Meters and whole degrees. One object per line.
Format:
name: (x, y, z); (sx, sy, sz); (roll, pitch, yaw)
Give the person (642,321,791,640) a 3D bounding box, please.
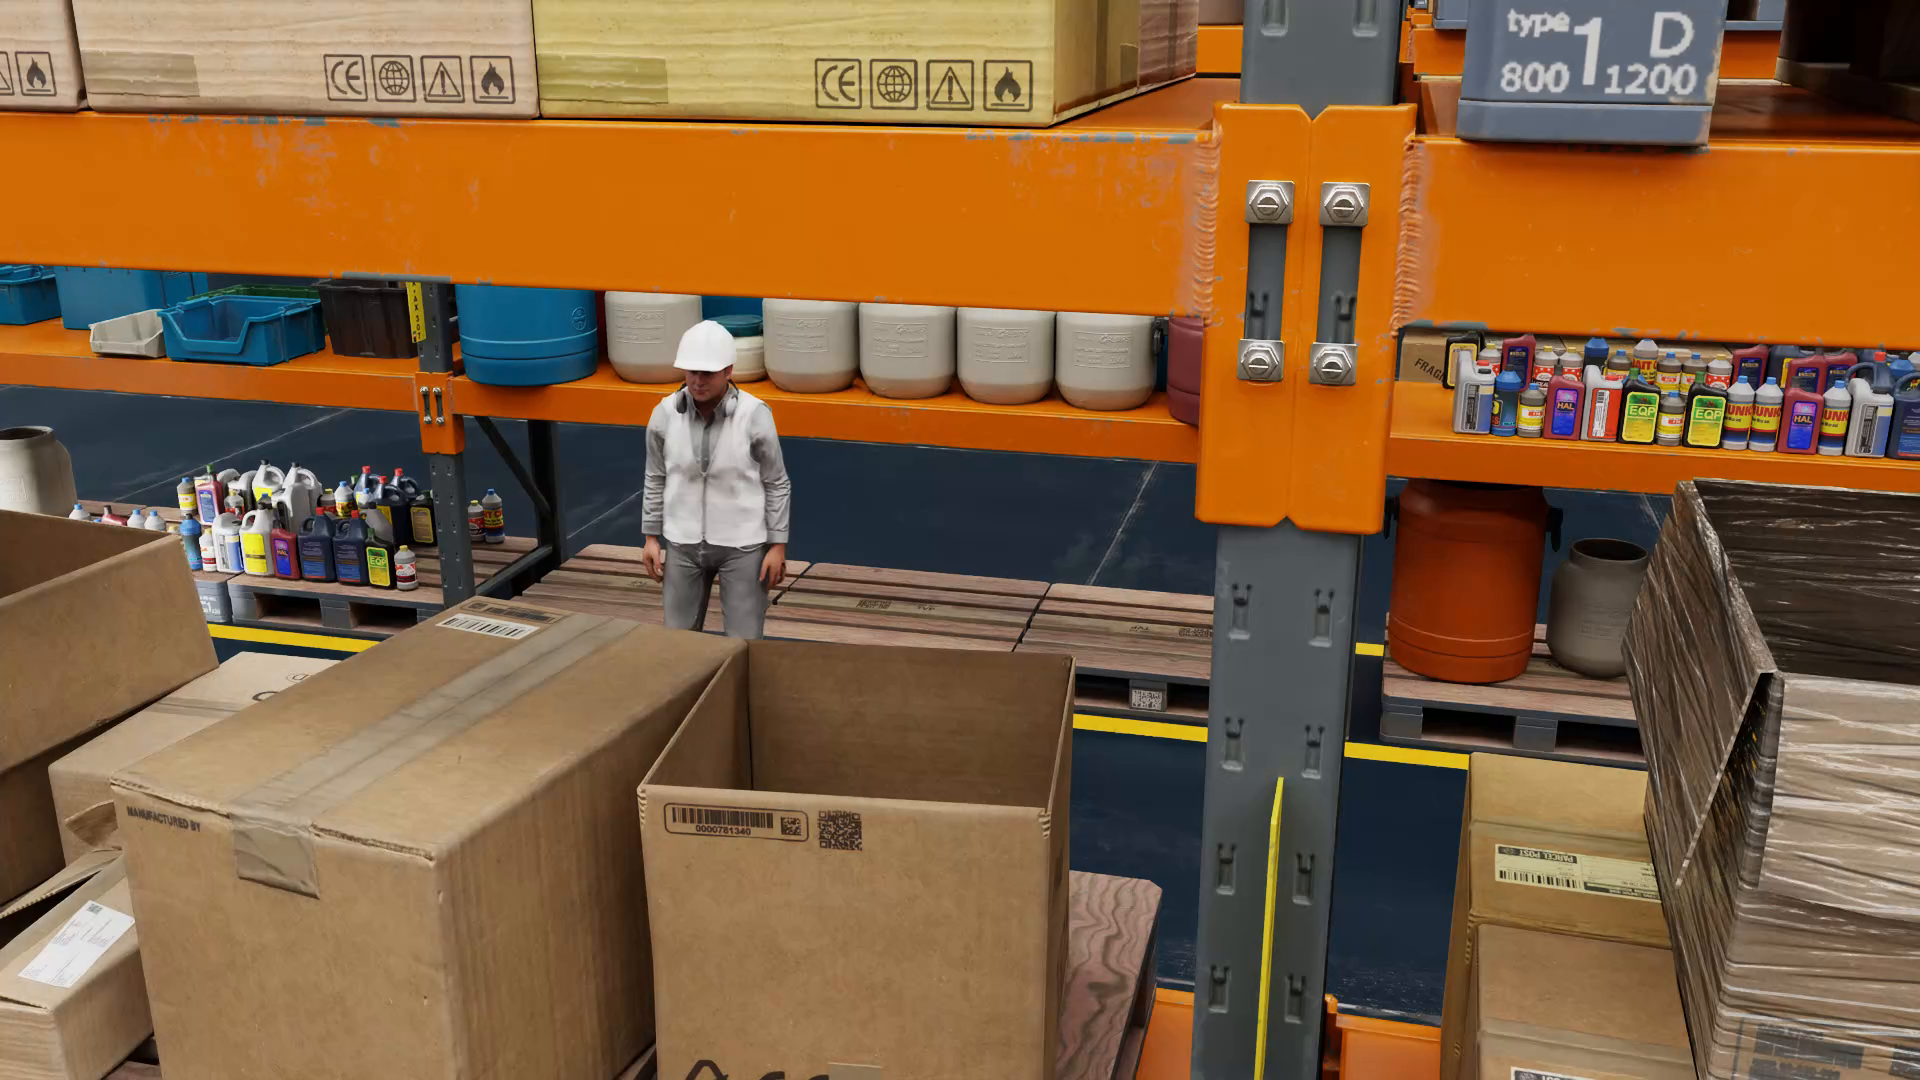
person: (-0.950, 0.019, 6.460); (0.593, 1.768, 0.464); (3, 18, 10)
